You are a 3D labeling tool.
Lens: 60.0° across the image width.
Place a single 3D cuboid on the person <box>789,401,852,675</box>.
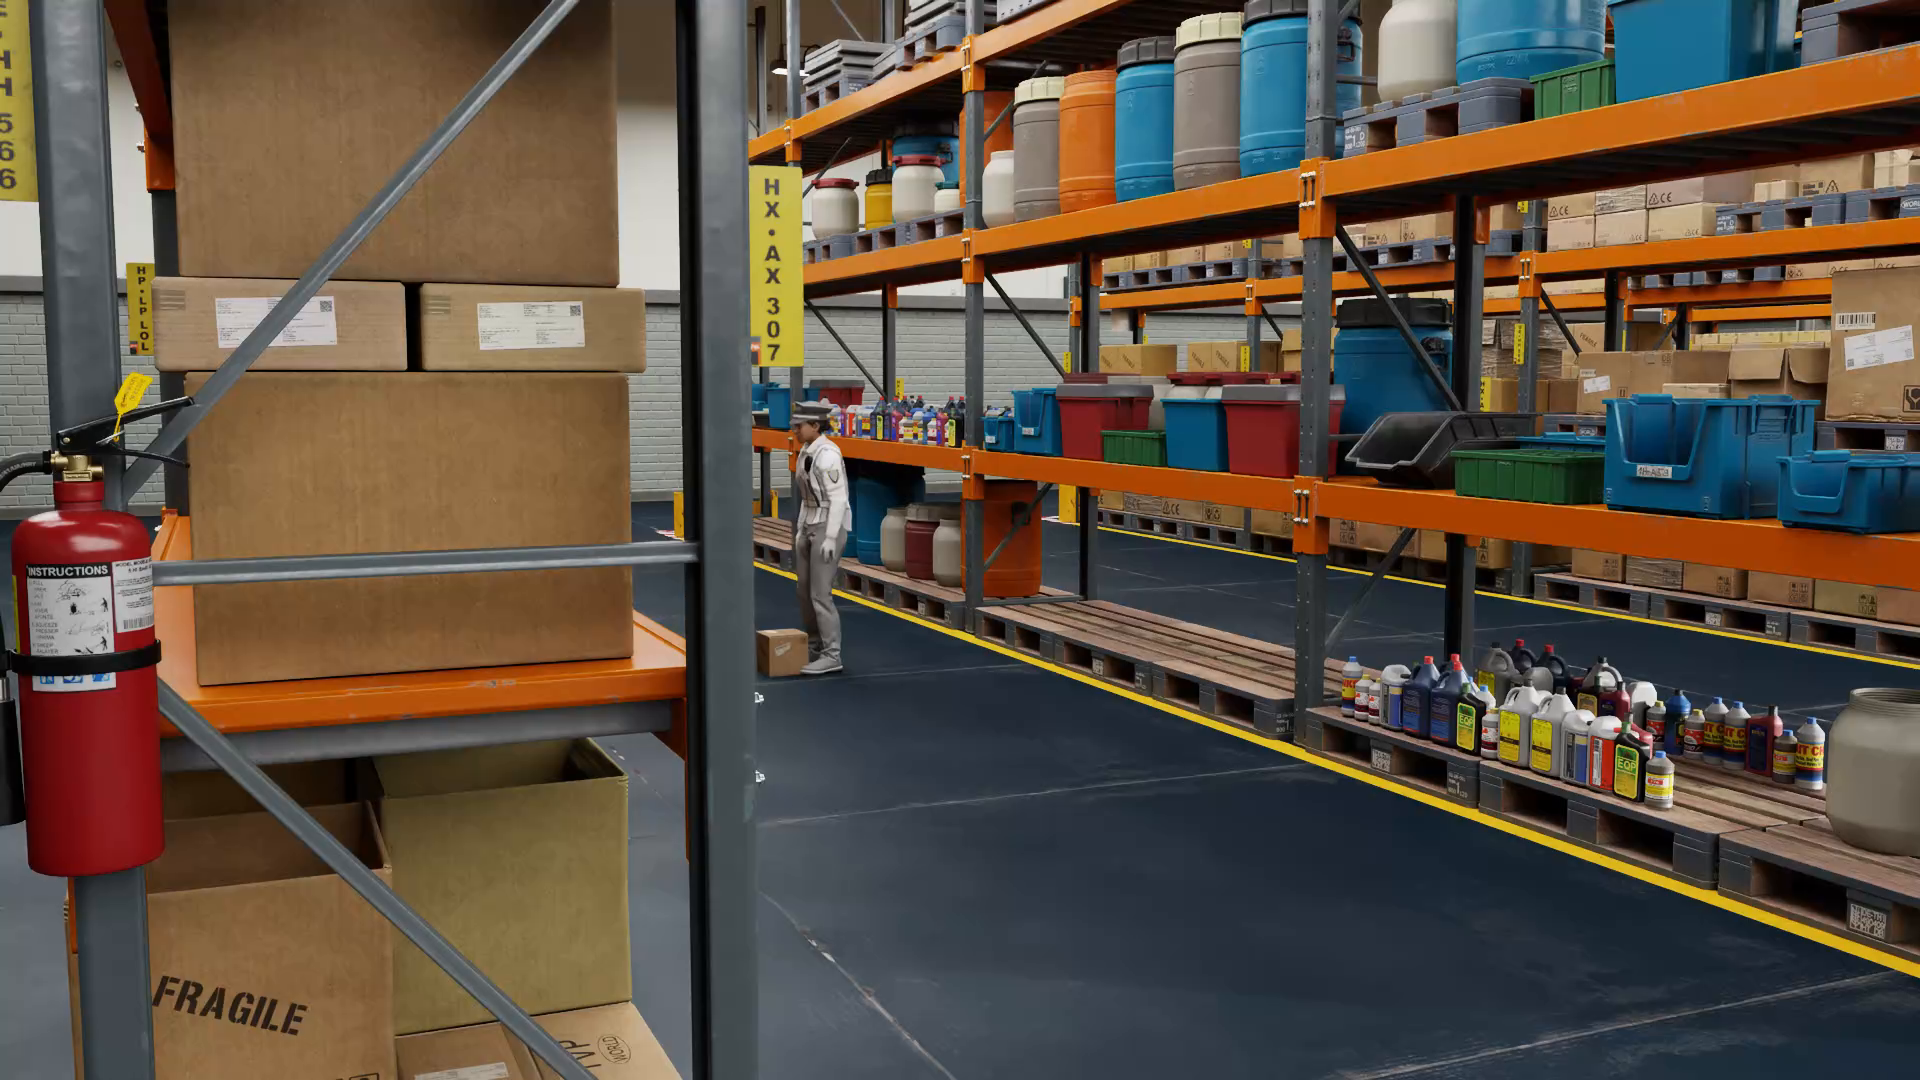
[{"bbox_3d":[-0.870,-0.022,10.225,0.375,1.661,0.528,-3,6,-26],"label":"person"}]
